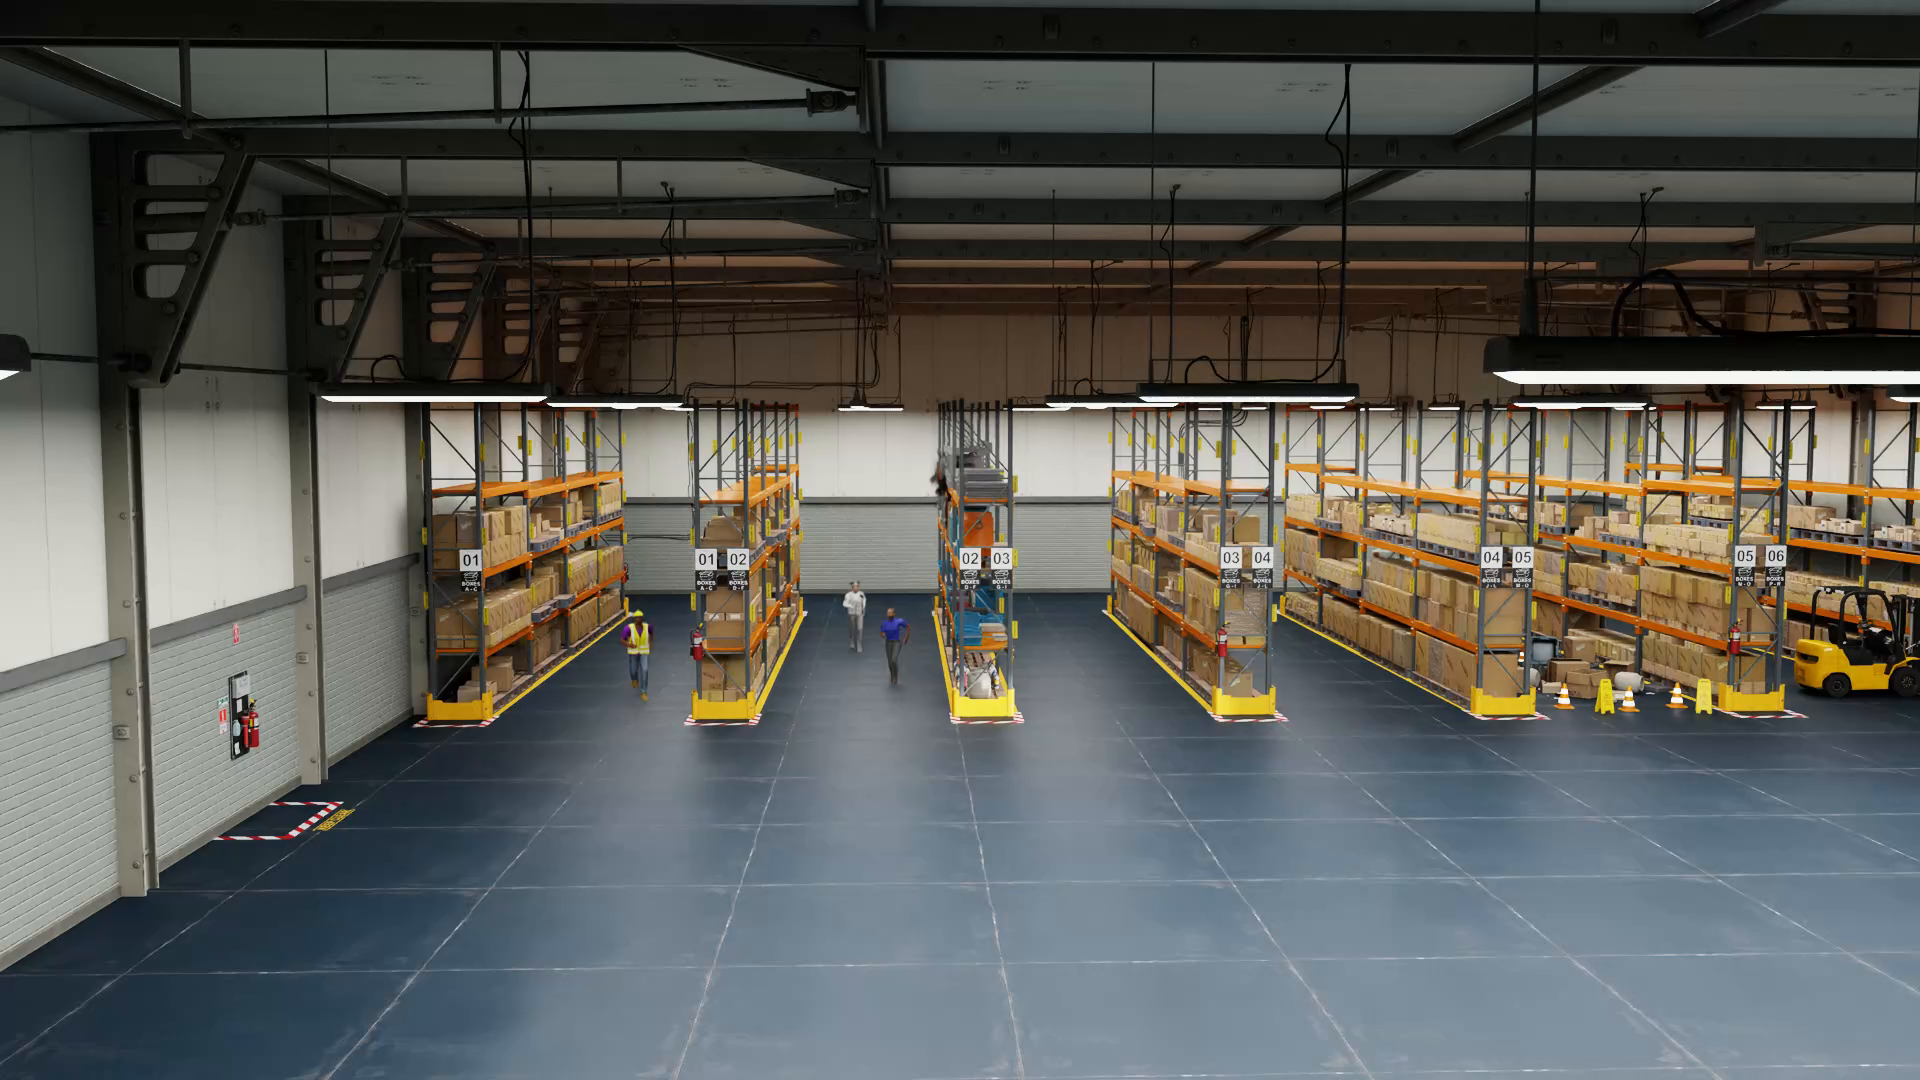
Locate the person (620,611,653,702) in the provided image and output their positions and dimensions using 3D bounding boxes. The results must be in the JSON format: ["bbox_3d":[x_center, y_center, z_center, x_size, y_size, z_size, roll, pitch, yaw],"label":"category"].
[{"bbox_3d":[-6.511,2.304,33.531,0.663,1.776,1.141,-1,4,-14],"label":"person"}]

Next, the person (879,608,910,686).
[{"bbox_3d":[-1.390,2.238,35.045,0.587,1.642,0.845,1,5,17],"label":"person"}]

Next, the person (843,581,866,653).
[{"bbox_3d":[-2.539,1.825,40.208,0.562,1.713,0.857,-1,4,-7],"label":"person"}]

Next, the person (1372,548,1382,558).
[{"bbox_3d":[12.302,1.126,49.168,0.688,1.787,0.732,0,4,0],"label":"person"}]
